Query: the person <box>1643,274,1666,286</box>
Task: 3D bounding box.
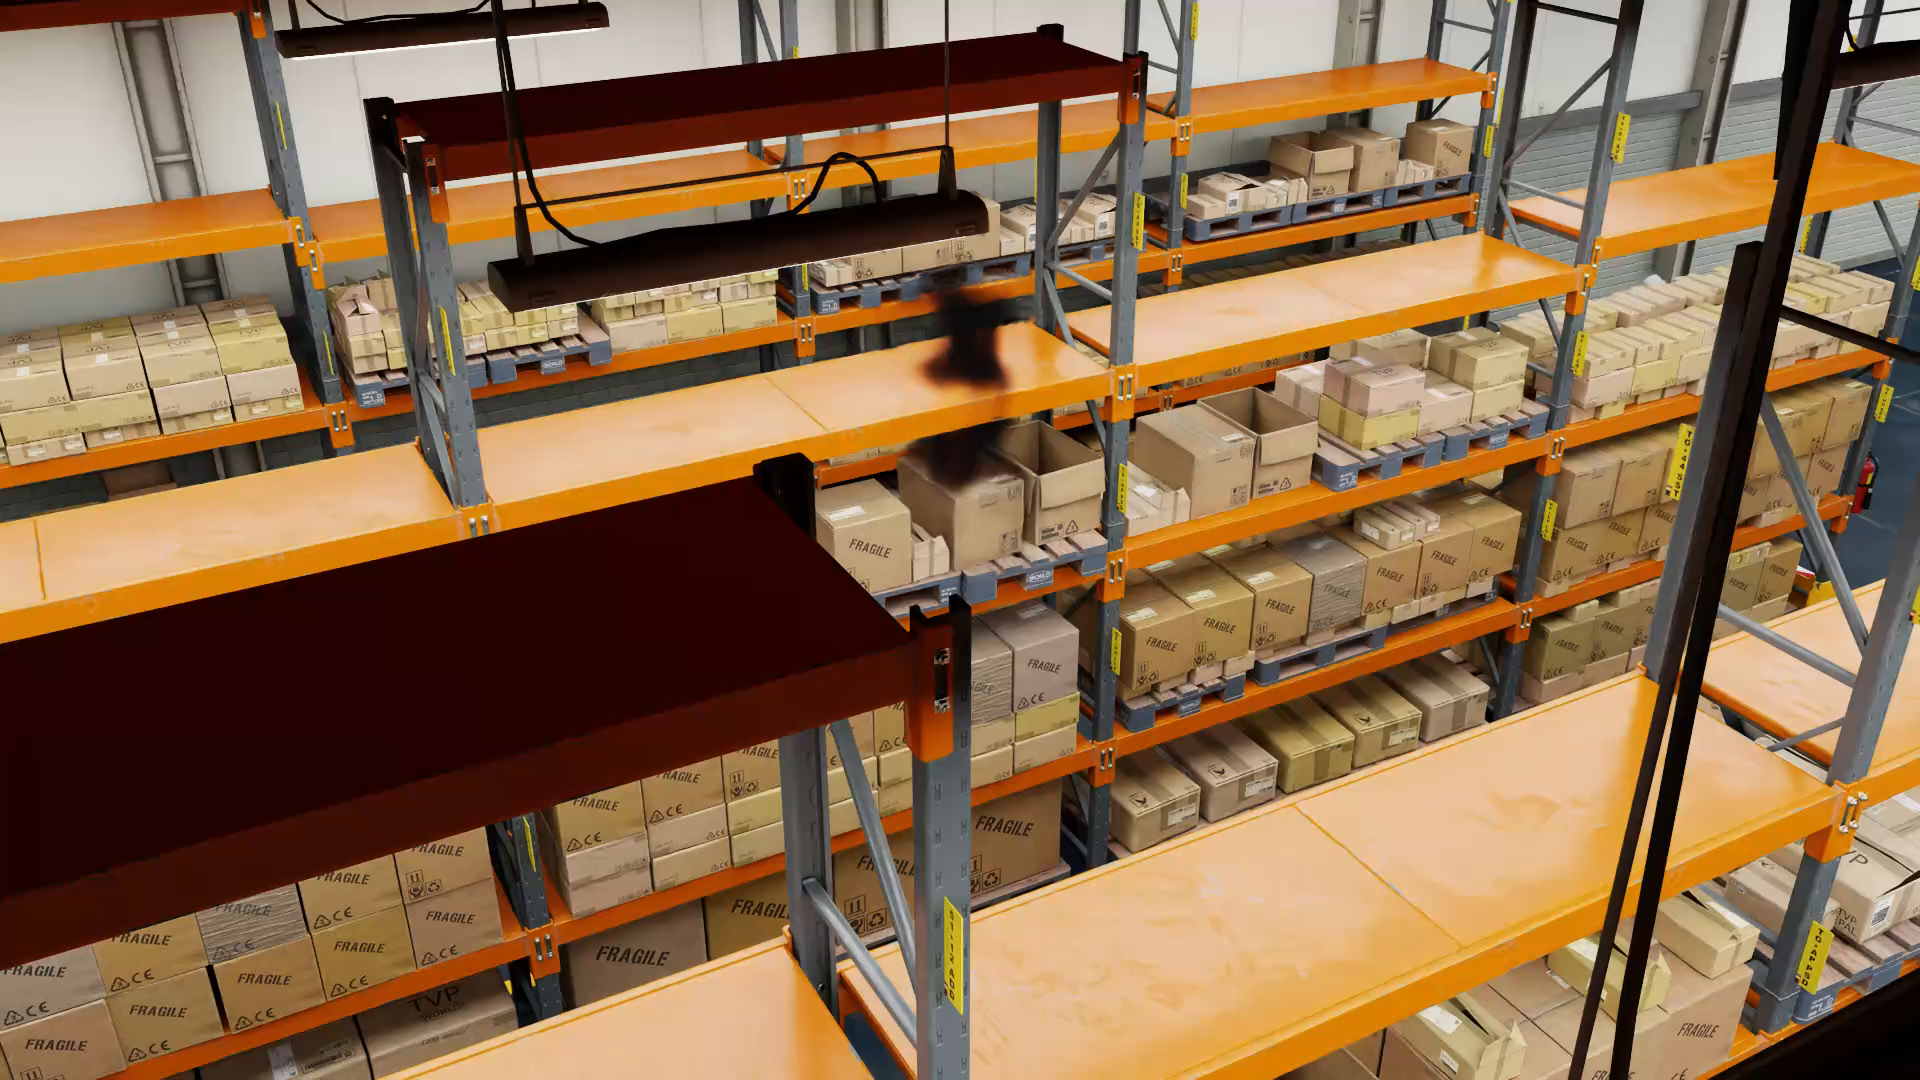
[{"bbox_3d":[7.718,-2.224,19.268,0.891,1.745,0.602,-11,30,-20],"label":"person"}]
